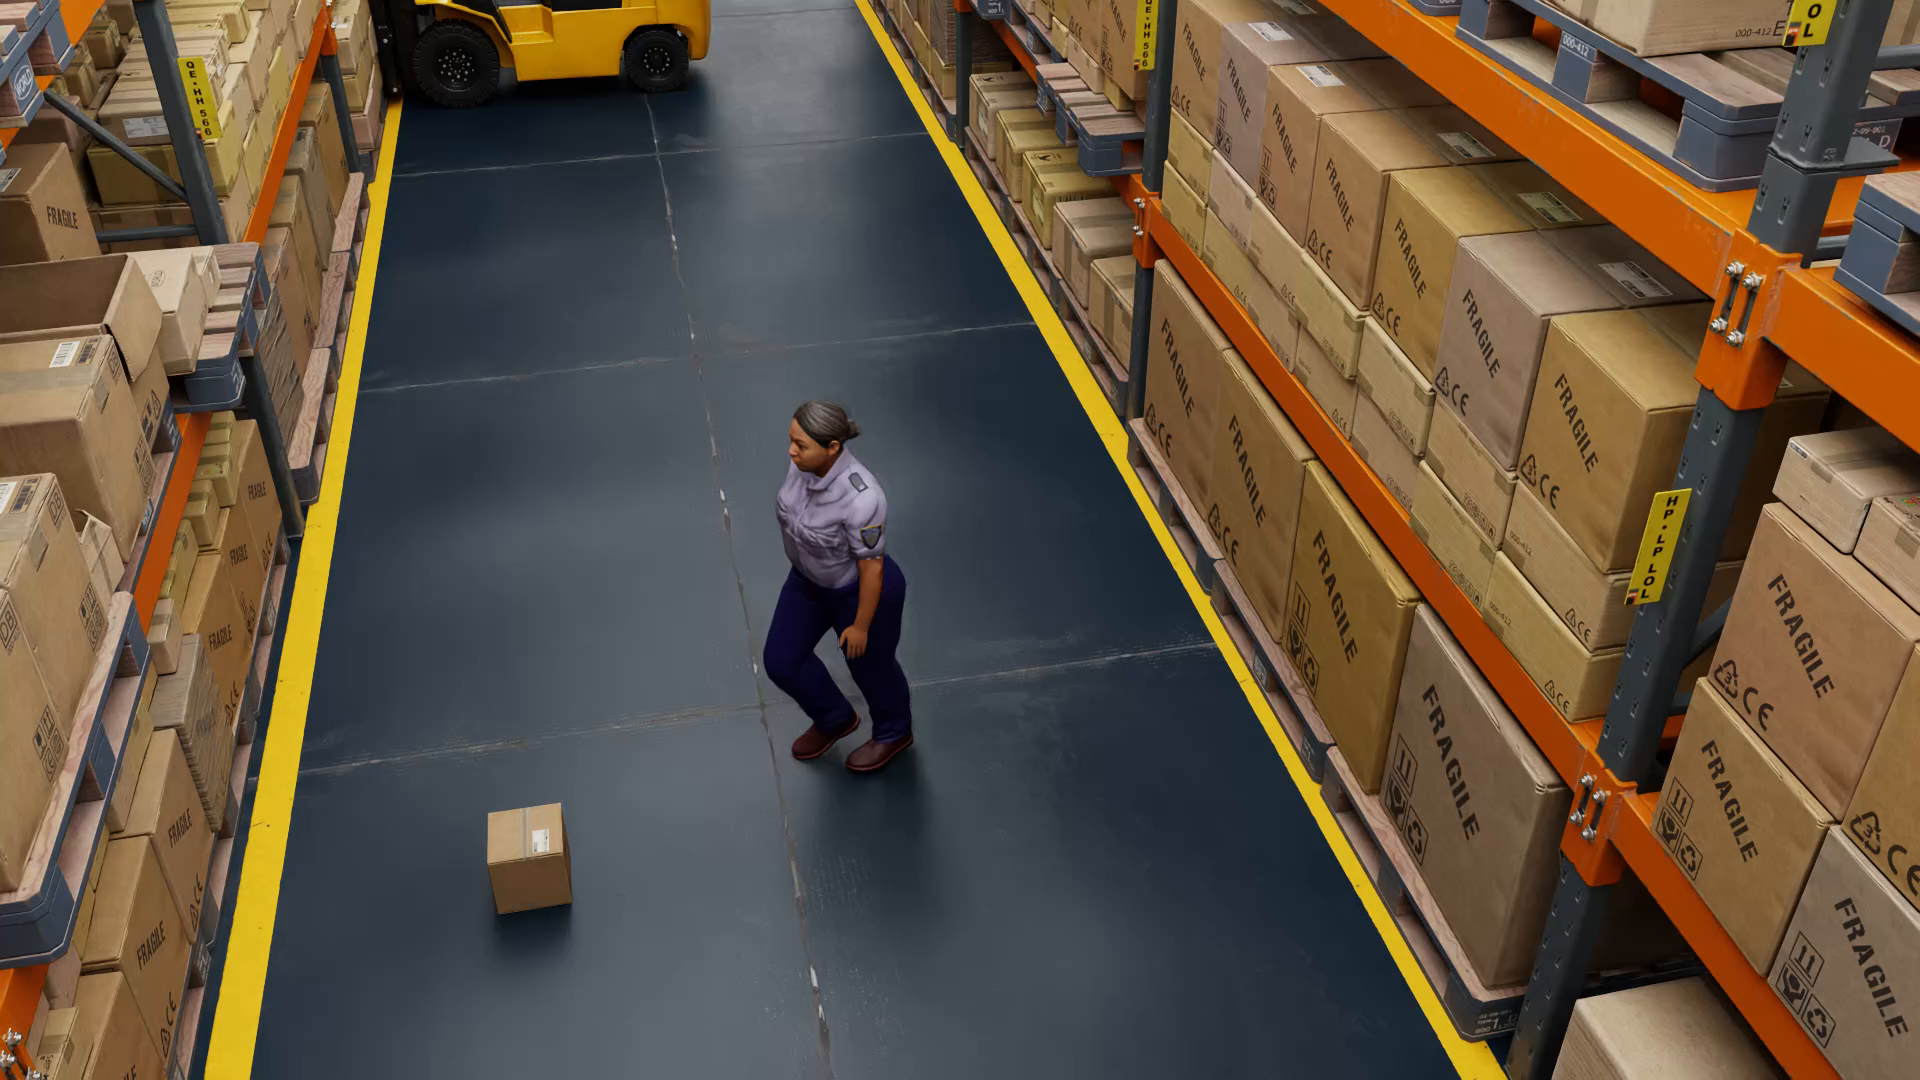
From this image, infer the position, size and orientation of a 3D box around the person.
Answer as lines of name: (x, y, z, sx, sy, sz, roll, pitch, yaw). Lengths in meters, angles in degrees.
person: (-0.401, 0.183, 5.865, 0.500, 1.636, 0.491, -29, 44, -35)
